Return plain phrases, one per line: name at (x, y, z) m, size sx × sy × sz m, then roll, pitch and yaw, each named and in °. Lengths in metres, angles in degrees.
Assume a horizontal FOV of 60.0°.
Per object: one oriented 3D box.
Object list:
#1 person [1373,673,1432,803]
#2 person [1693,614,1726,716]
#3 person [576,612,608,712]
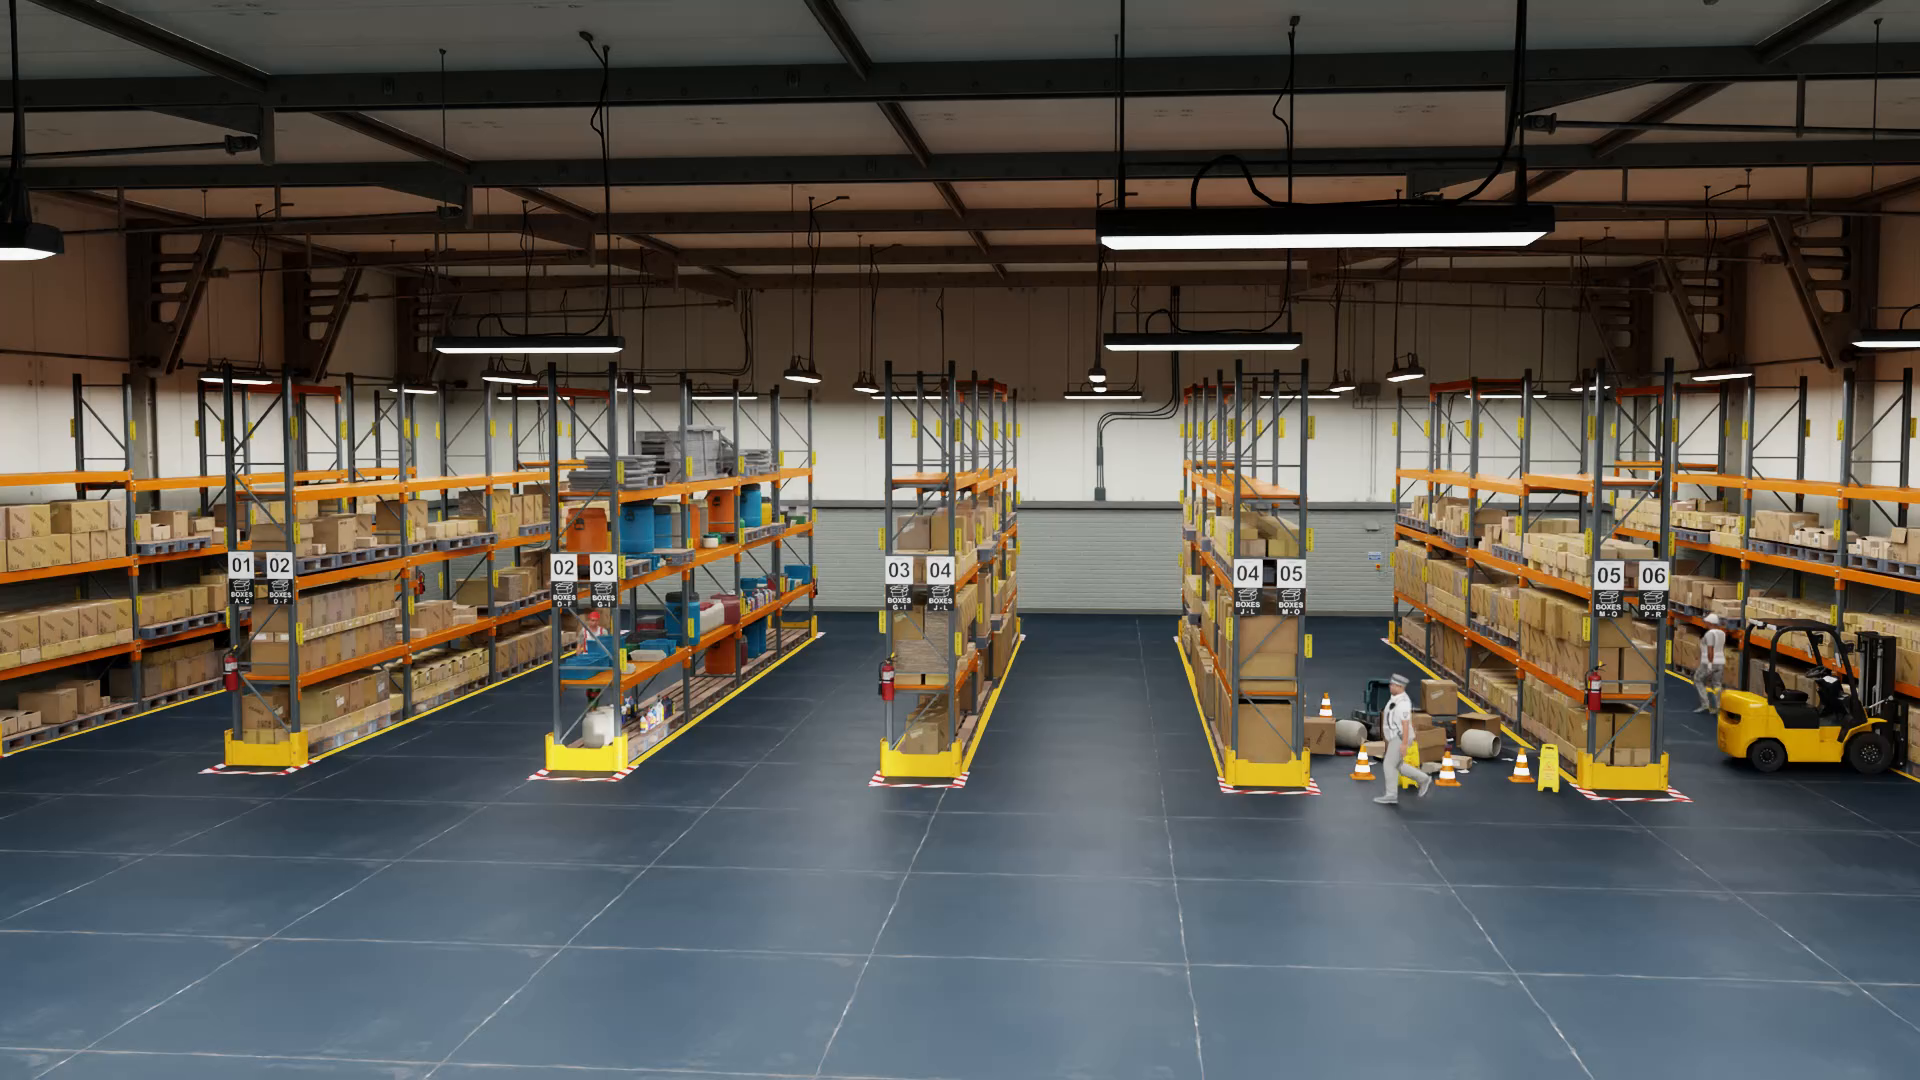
person at (5.963, 2.650, 22.315) m, size 0.817 × 1.736 × 0.563 m, roll 0°, pitch 4°, yaw 1°
person at (13.232, 2.184, 29.174) m, size 0.540 × 1.765 × 0.543 m, roll -1°, pitch 4°, yaw -14°
person at (-6.523, 2.183, 29.556) m, size 0.562 × 1.827 × 0.610 m, roll 0°, pitch 4°, yaw -4°
